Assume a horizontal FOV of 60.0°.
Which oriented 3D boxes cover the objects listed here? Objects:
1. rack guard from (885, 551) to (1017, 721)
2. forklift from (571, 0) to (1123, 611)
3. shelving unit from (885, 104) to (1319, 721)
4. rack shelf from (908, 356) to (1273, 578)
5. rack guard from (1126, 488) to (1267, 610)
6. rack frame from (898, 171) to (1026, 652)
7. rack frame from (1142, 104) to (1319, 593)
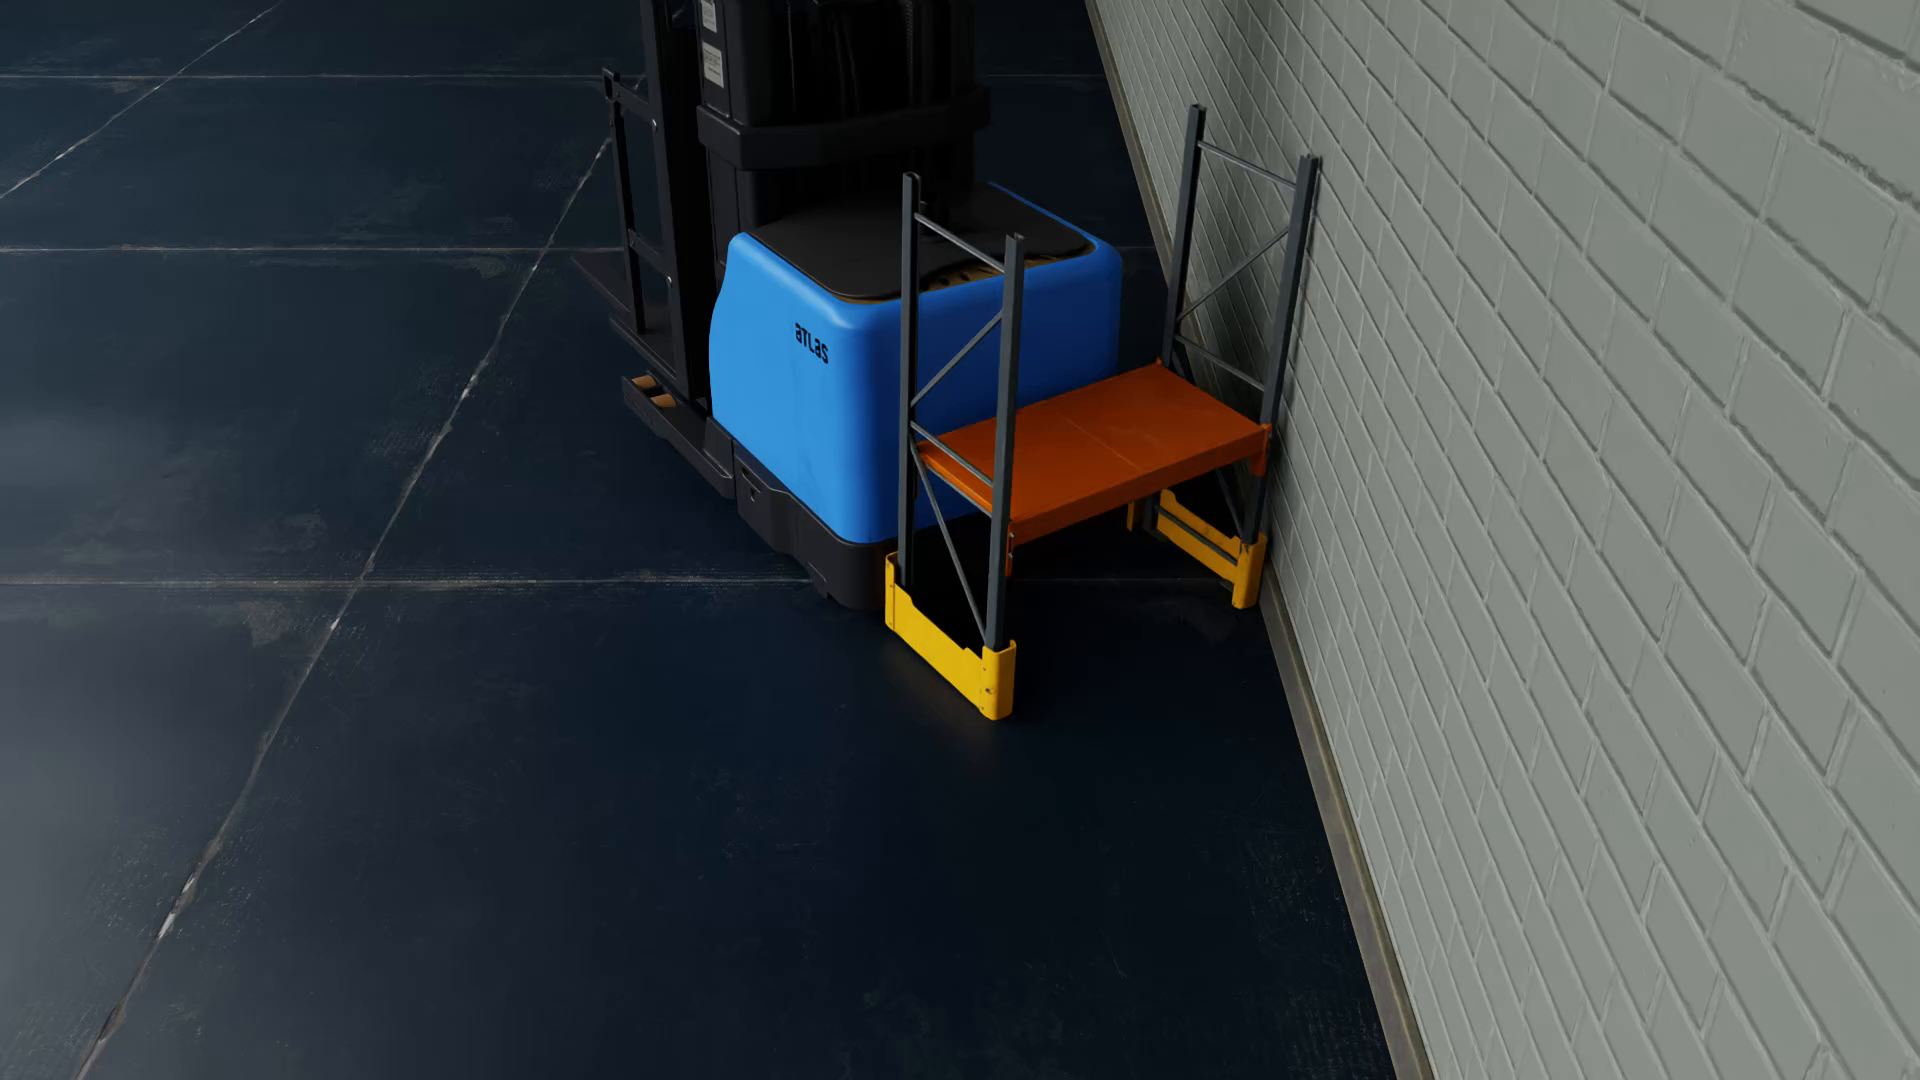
[{"bbox_3d":[-0.037,0.279,5.013,0.087,0.250,0.587,-21,40,-30],"label":"rack guard"},{"bbox_3d":[-0.668,-1.759,5.824,1.130,2.935,3.031,-17,35,-26],"label":"forklift"},{"bbox_3d":[0.388,-0.389,4.907,1.083,1.500,0.587,-21,40,-30],"label":"shelving unit"},{"bbox_3d":[0.390,-0.243,5.013,1.000,0.185,0.538,-21,40,-30],"label":"rack shelf"},{"bbox_3d":[0.773,-0.026,5.506,0.087,0.250,0.587,-21,40,-30],"label":"rack guard"},{"bbox_3d":[-0.018,-0.236,4.660,0.032,1.500,0.500,-21,40,-30],"label":"rack frame"},{"bbox_3d":[0.809,-0.548,5.163,0.032,1.500,0.500,-21,40,-30],"label":"rack frame"}]
